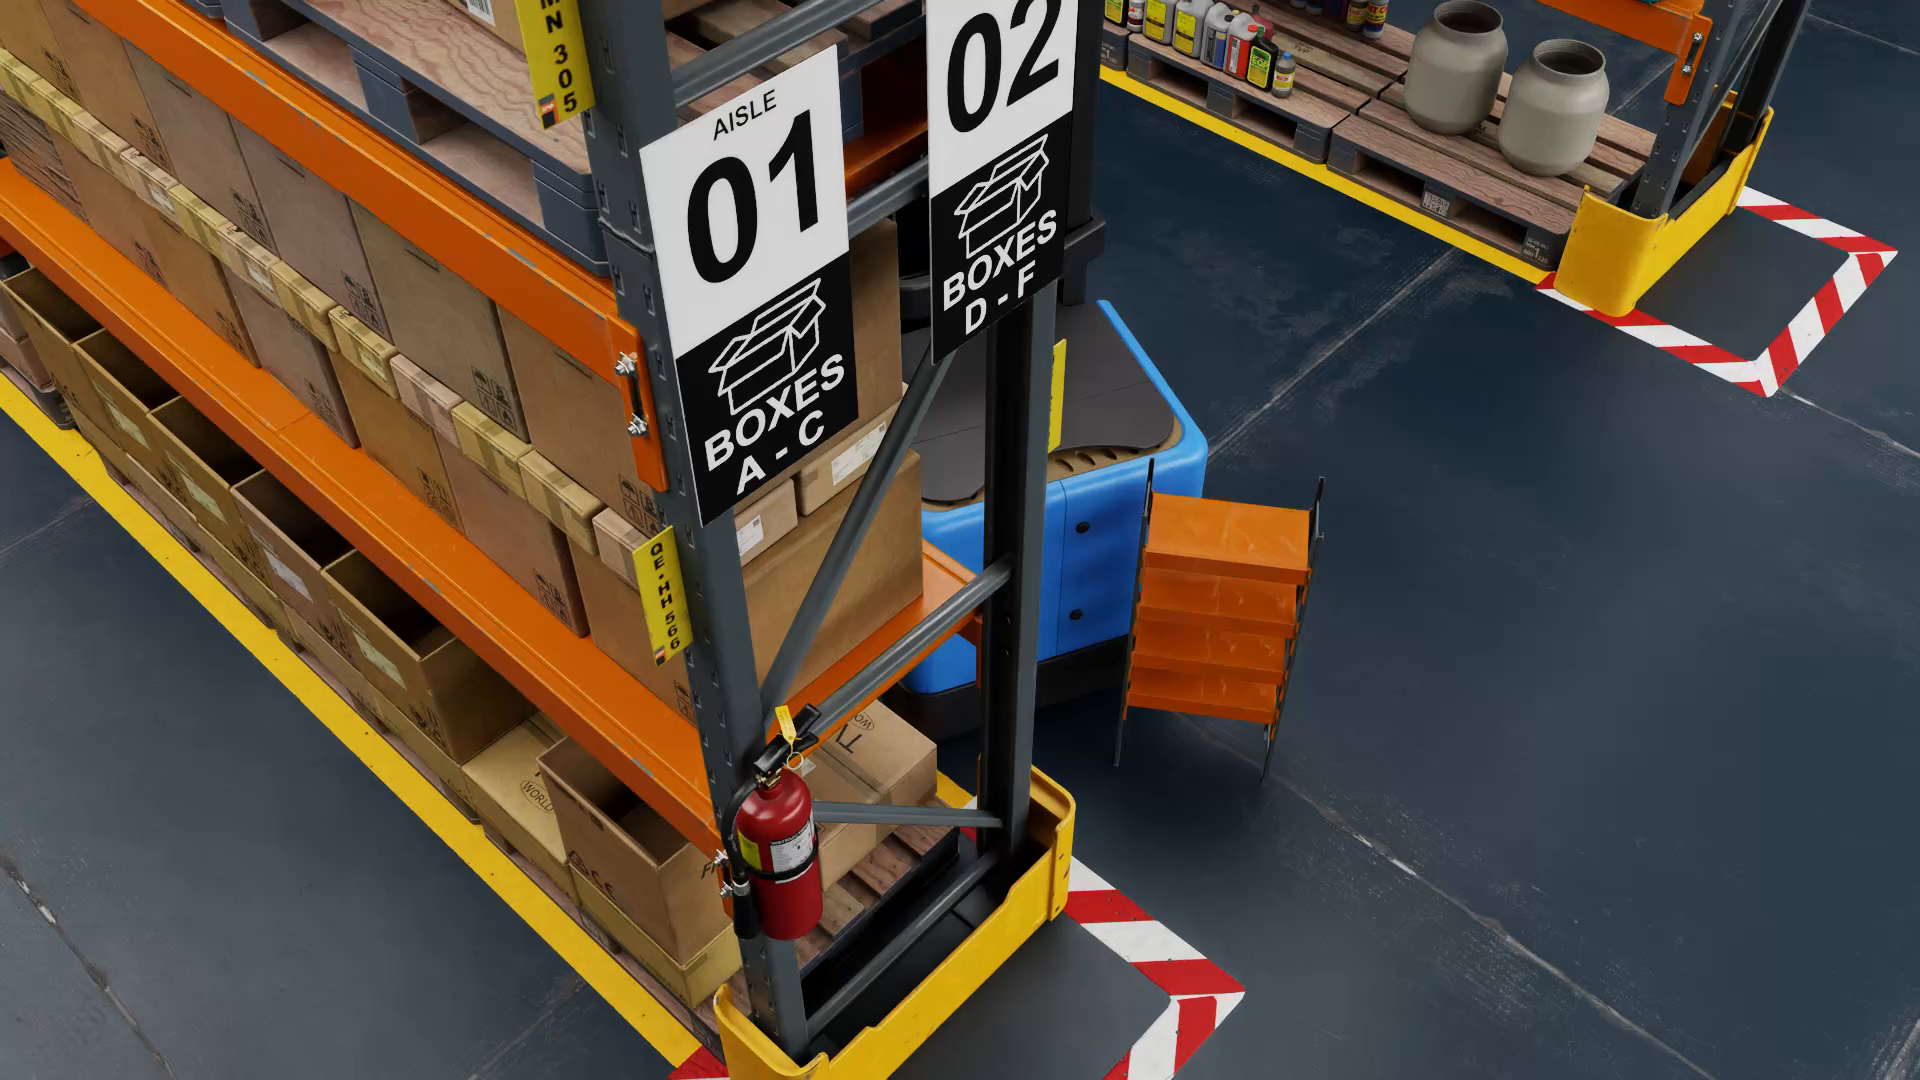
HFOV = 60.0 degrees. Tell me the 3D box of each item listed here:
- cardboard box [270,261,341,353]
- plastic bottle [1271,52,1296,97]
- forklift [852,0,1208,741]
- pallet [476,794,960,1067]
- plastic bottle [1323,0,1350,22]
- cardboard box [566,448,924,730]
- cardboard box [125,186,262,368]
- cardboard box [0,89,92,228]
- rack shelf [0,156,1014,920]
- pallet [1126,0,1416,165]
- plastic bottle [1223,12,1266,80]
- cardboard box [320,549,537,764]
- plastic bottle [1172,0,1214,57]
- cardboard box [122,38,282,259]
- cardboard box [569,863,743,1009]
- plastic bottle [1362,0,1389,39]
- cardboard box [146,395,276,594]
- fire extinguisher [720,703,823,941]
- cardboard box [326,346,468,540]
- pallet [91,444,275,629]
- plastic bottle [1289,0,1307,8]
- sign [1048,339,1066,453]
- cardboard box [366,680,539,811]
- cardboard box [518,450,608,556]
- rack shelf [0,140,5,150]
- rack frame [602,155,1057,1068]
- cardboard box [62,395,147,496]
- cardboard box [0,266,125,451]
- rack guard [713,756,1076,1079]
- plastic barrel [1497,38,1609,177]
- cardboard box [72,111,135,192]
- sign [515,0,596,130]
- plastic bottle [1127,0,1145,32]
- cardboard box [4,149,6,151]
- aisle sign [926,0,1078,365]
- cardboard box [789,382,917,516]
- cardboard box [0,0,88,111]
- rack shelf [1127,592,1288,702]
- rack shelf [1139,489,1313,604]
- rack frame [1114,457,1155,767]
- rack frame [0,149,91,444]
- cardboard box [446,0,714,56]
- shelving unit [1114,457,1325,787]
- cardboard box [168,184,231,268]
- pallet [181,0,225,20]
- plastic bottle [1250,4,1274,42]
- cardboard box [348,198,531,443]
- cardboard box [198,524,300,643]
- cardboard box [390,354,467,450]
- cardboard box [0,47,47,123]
[{"bbox_3d":[-1.539,-0.680,4.318,0.250,0.149,0.380,35,56,29],"label":"cardboard box"},{"bbox_3d":[1.539,-2.215,7.890,0.097,0.201,0.097,0,47,0],"label":"plastic bottle"},{"bbox_3d":[-0.227,-1.430,5.582,1.130,2.935,3.031,-16,49,-14],"label":"forklift"},{"bbox_3d":[-0.767,0.901,5.259,1.213,0.211,1.003,34,55,28],"label":"pallet"},{"bbox_3d":[1.911,-2.755,8.341,0.133,0.283,0.061,35,56,28],"label":"plastic bottle"},{"bbox_3d":[-0.511,0.030,4.095,0.500,0.500,0.700,34,55,28],"label":"cardboard box"},{"bbox_3d":[-2.028,-0.986,5.050,0.500,0.500,0.700,35,56,28],"label":"cardboard box"},{"bbox_3d":[-2.786,-1.494,5.526,0.500,0.500,0.700,33,55,27],"label":"cardboard box"},{"bbox_3d":[-1.646,-0.440,5.099,4.000,0.370,1.077,34,55,28],"label":"rack shelf"},{"bbox_3d":[1.612,-2.415,8.373,1.213,0.211,1.003,34,55,28],"label":"pallet"},{"bbox_3d":[1.372,-2.380,7.994,0.135,0.276,0.152,34,56,28],"label":"plastic bottle"},{"bbox_3d":[-1.517,0.251,5.041,0.500,0.500,0.500,34,55,28],"label":"cardboard box"},{"bbox_3d":[1.146,-2.554,8.106,0.144,0.351,0.185,-36,56,-29],"label":"plastic bottle"},{"bbox_3d":[-1.679,-1.193,4.354,0.500,0.500,0.700,34,55,28],"label":"cardboard box"},{"bbox_3d":[-0.771,0.993,4.858,0.500,0.250,0.500,34,55,28],"label":"cardboard box"},{"bbox_3d":[2.065,-2.630,8.231,0.097,0.271,0.097,0,47,0],"label":"plastic bottle"},{"bbox_3d":[-2.253,-0.243,5.505,0.500,0.500,0.500,34,55,28],"label":"cardboard box"},{"bbox_3d":[-0.405,0.636,3.648,0.183,0.674,0.296,34,55,28],"label":"fire extinguisher"},{"bbox_3d":[-1.261,-0.475,4.570,0.500,0.500,0.700,34,56,28],"label":"cardboard box"},{"bbox_3d":[-2.560,-0.305,6.392,1.213,0.211,1.003,34,55,28],"label":"pallet"},{"bbox_3d":[1.739,-2.848,8.437,0.097,0.271,0.097,0,47,0],"label":"plastic bottle"},{"bbox_3d":[0.204,-0.315,3.841,0.005,0.325,0.100,34,55,28],"label":"sign"},{"bbox_3d":[-1.515,0.506,5.316,0.500,0.250,0.500,34,55,28],"label":"cardboard box"},{"bbox_3d":[-0.780,-0.169,3.838,0.250,0.149,0.380,35,56,28],"label":"cardboard box"},{"bbox_3d":[-4.586,-2.418,6.956,4.000,0.370,1.077,34,55,28],"label":"rack shelf"},{"bbox_3d":[-0.177,0.302,3.909,0.127,3.000,1.000,34,55,28],"label":"rack frame"},{"bbox_3d":[-2.981,-0.486,6.247,0.500,0.250,0.500,34,55,28],"label":"cardboard box"},{"bbox_3d":[-2.988,-0.738,5.969,0.500,0.500,0.500,34,55,28],"label":"cardboard box"},{"bbox_3d":[-0.159,1.170,4.809,0.348,0.500,1.175,34,55,28],"label":"rack guard"},{"bbox_3d":[2.650,-1.926,7.419,0.421,0.512,0.421,0,47,0],"label":"plastic barrel"},{"bbox_3d":[-2.299,-1.191,4.797,0.250,0.149,0.380,32,55,27],"label":"cardboard box"},{"bbox_3d":[-0.555,-0.717,2.255,0.005,0.325,0.100,34,55,28],"label":"sign"},{"bbox_3d":[0.889,-2.653,8.301,0.097,0.201,0.097,0,47,0],"label":"plastic bottle"},{"bbox_3d":[-3.995,-1.371,6.693,0.500,0.311,0.500,35,56,29],"label":"cardboard box"},{"bbox_3d":[0.079,-0.719,3.084,0.004,0.787,0.394,34,55,28],"label":"aisle sign"},{"bbox_3d":[-0.319,-0.263,3.926,0.250,0.149,0.380,34,55,27],"label":"cardboard box"},{"bbox_3d":[-2.414,-1.689,4.819,0.500,0.500,0.700,34,55,28],"label":"cardboard box"},{"bbox_3d":[0.780,0.333,5.207,0.480,0.148,0.258,7,47,6],"label":"rack shelf"},{"bbox_3d":[0.780,0.018,4.871,0.480,0.148,0.258,7,47,6],"label":"rack shelf"},{"bbox_3d":[0.539,0.257,5.185,0.015,1.200,0.240,7,47,6],"label":"rack frame"},{"bbox_3d":[-3.116,-1.675,5.766,0.127,3.000,1.000,34,55,28],"label":"rack frame"},{"bbox_3d":[-0.596,-1.238,2.842,0.797,0.503,0.637,-34,56,-28],"label":"cardboard box"},{"bbox_3d":[0.780,0.287,5.158,0.503,1.200,0.258,7,47,6],"label":"shelving unit"},{"bbox_3d":[-1.909,-0.931,4.553,0.250,0.149,0.380,34,55,27],"label":"cardboard box"},{"bbox_3d":[-1.579,-1.661,3.755,1.213,0.211,1.003,34,55,28],"label":"pallet"},{"bbox_3d":[1.444,-2.440,8.045,0.133,0.283,0.061,34,55,28],"label":"plastic bottle"},{"bbox_3d":[-0.940,-0.697,3.888,0.500,0.500,0.700,33,55,27],"label":"cardboard box"},{"bbox_3d":[-2.253,0.014,5.778,0.500,0.250,0.500,34,55,28],"label":"cardboard box"},{"bbox_3d":[-1.151,-0.421,4.075,0.250,0.149,0.380,35,56,28],"label":"cardboard box"},{"bbox_3d":[-2.675,-1.444,5.035,0.250,0.149,0.380,33,55,27],"label":"cardboard box"}]
